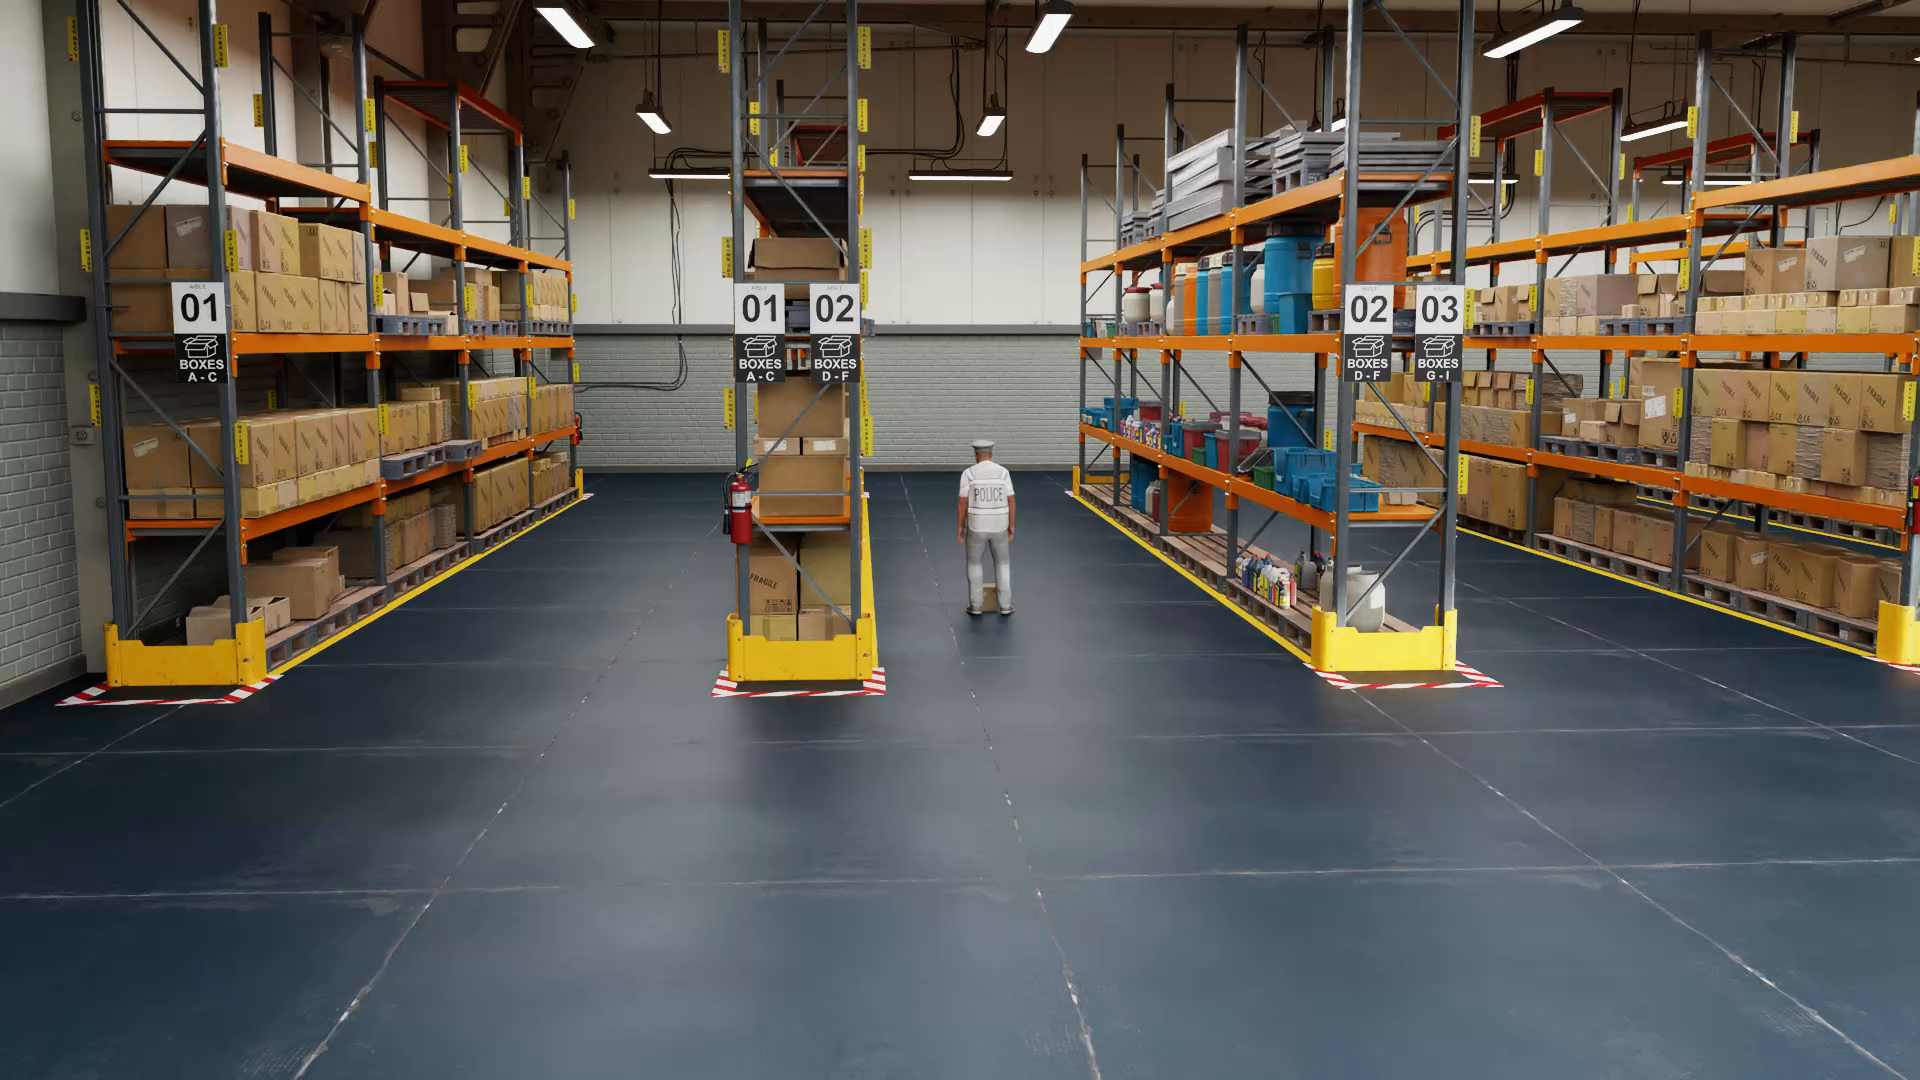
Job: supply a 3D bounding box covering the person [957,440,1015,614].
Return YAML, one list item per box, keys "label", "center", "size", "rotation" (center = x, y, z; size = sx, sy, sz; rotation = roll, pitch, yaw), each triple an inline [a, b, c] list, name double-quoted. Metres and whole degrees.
- label: "person"
  center: [0.271, -0.124, 16.738]
  size: [0.606, 1.750, 0.443]
  rotation: [-1, 7, -7]
